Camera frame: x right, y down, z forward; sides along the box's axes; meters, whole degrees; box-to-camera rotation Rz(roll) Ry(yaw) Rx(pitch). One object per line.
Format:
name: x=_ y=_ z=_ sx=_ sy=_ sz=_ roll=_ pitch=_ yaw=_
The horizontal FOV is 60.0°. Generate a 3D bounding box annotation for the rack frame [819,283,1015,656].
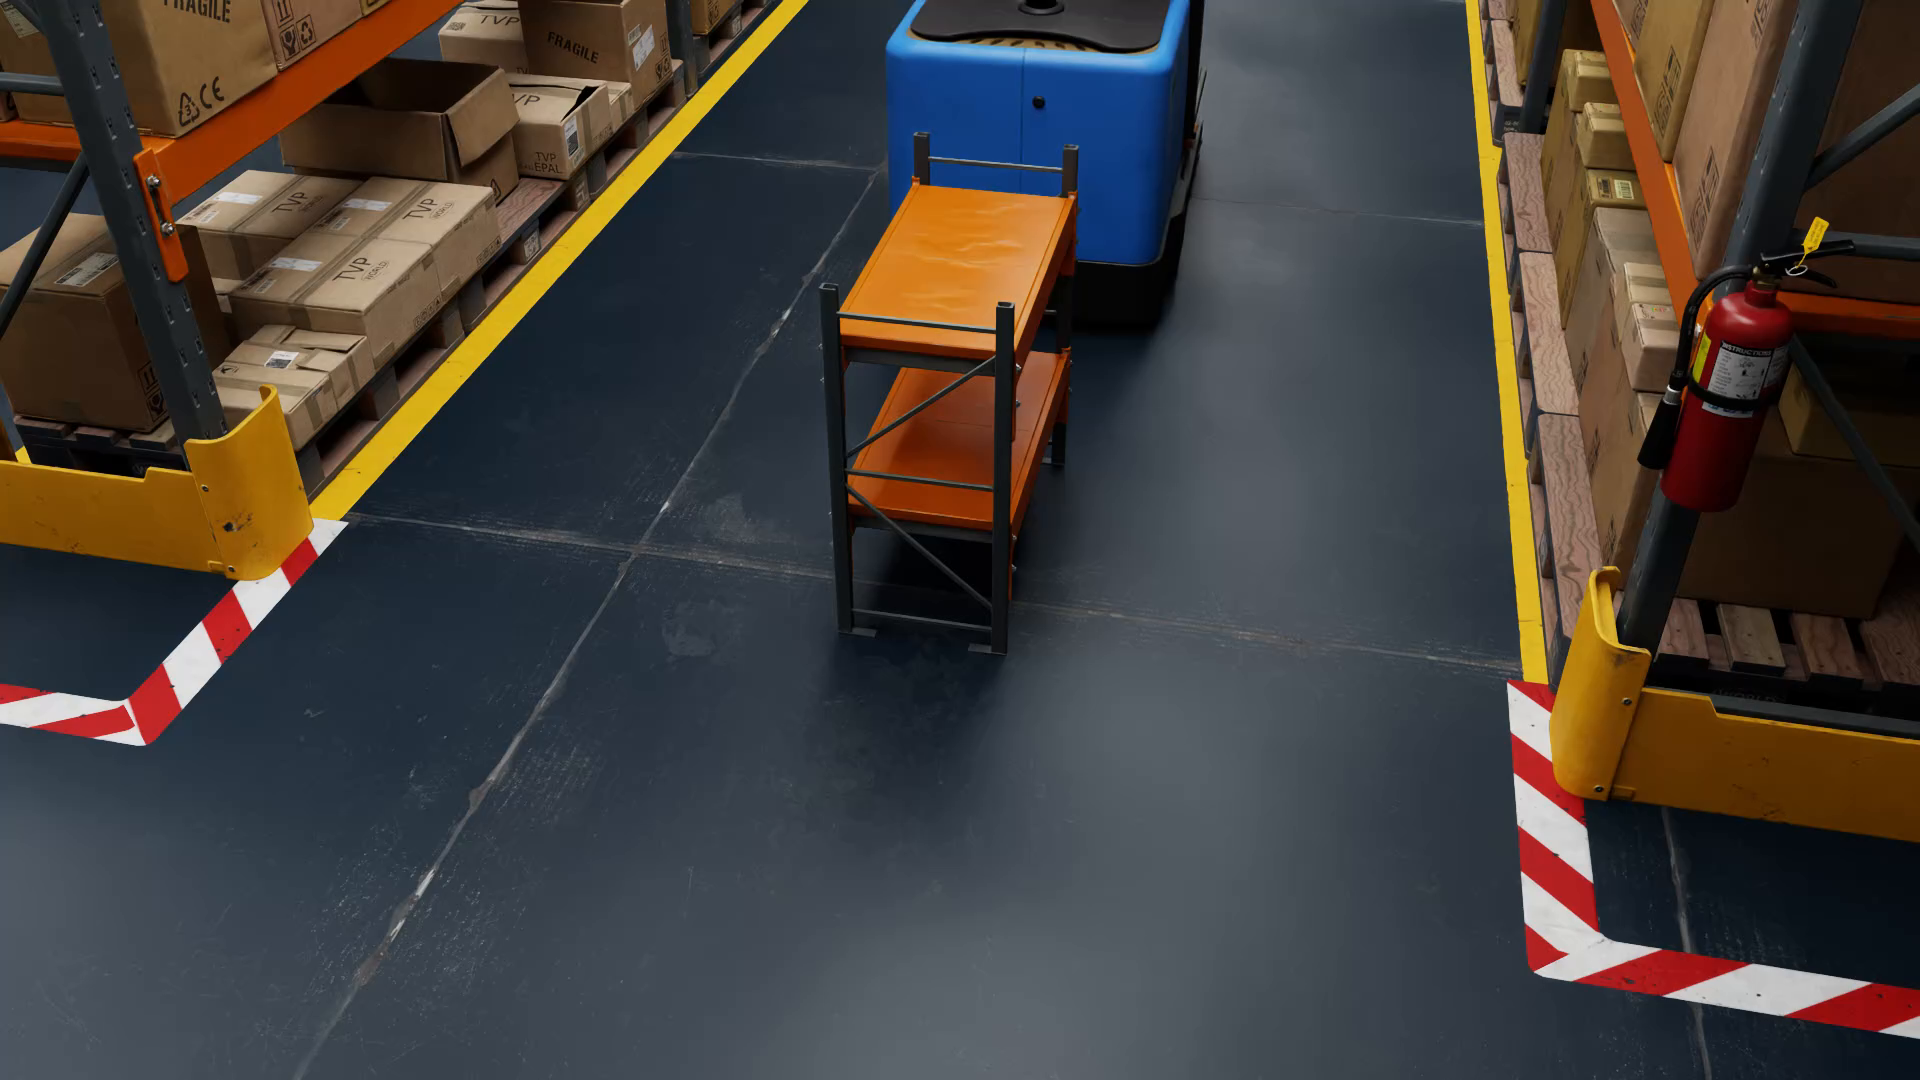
rack frame: x=-0.110 y=-0.160 z=4.512 sx=0.500 sy=1.125 sz=0.032 roll=7 pitch=37 yaw=10

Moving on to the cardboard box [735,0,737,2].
cardboard box: x=-1.373 y=-3.223 z=8.896 sx=0.500 sy=0.500 sz=0.500 roll=8 pitch=37 yaw=11

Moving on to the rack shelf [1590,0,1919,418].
rack shelf: x=2.596 y=-1.446 z=5.303 sx=1.077 sy=0.370 sz=4.000 roll=7 pitch=37 yaw=10

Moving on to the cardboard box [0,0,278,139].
cardboard box: x=-2.319 y=-1.472 z=4.639 sx=0.500 sy=0.500 sz=0.500 roll=8 pitch=37 yaw=11

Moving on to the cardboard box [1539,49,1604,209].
cardboard box: x=2.763 y=-1.626 z=6.710 sx=0.700 sy=0.500 sz=0.500 roll=8 pitch=37 yaw=11

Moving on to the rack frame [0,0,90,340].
rack frame: x=-2.669 y=-1.209 z=4.363 sx=0.949 sy=2.616 sz=0.053 roll=7 pitch=37 yaw=10

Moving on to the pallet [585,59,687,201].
pallet: x=-1.965 y=-1.980 z=7.802 sx=1.003 sy=0.211 sz=1.213 roll=7 pitch=37 yaw=10

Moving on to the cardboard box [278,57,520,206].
cardboard box: x=-2.214 y=-1.593 z=6.644 sx=0.797 sy=0.503 sz=0.637 roll=7 pitch=37 yaw=10

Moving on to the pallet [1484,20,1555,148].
pallet: x=3.114 y=-2.207 z=8.115 sx=1.003 sy=0.211 sz=1.213 roll=7 pitch=37 yaw=10

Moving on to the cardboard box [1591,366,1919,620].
cardboard box: x=2.220 y=-0.163 z=4.691 sx=0.700 sy=0.500 sz=0.500 roll=7 pitch=37 yaw=10

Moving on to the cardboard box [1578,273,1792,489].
cardboard box: x=2.327 y=-0.450 z=5.086 sx=0.700 sy=0.500 sz=0.500 roll=7 pitch=37 yaw=10

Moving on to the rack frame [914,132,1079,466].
rack frame: x=0.107 y=-0.743 z=5.317 sx=0.500 sy=1.125 sz=0.032 roll=7 pitch=37 yaw=10

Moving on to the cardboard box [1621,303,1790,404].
cardboard box: x=2.070 y=-0.522 z=4.633 sx=0.380 sy=0.149 sz=0.250 roll=7 pitch=37 yaw=9

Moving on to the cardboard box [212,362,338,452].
cardboard box: x=-2.247 y=-0.431 z=5.342 sx=0.380 sy=0.149 sz=0.250 roll=7 pitch=37 yaw=10

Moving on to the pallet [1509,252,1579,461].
pallet: x=2.525 y=-0.627 z=5.936 sx=1.003 sy=0.211 sz=1.213 roll=7 pitch=37 yaw=10

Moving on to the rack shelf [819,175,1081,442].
rack shelf: x=-0.001 y=-0.689 z=4.743 sx=0.538 sy=0.278 sz=1.000 roll=7 pitch=37 yaw=10

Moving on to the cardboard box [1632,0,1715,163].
cardboard box: x=2.412 y=-1.425 z=4.404 sx=0.980 sy=0.700 sz=0.700 roll=7 pitch=37 yaw=10

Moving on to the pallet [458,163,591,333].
pallet: x=-2.224 y=-1.279 z=6.835 sx=1.003 sy=0.211 sz=1.213 roll=7 pitch=37 yaw=10

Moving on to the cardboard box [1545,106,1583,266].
cardboard box: x=2.652 y=-1.339 z=6.313 sx=0.700 sy=0.500 sz=0.500 roll=7 pitch=37 yaw=9

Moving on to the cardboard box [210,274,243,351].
cardboard box: x=-2.622 y=-0.804 z=5.843 sx=0.380 sy=0.166 sz=0.250 roll=7 pitch=37 yaw=10

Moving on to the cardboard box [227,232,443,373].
cardboard box: x=-2.172 y=-0.837 z=5.817 sx=0.500 sy=0.250 sz=0.500 roll=7 pitch=37 yaw=10

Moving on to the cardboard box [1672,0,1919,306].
cardboard box: x=2.267 y=-1.006 z=3.826 sx=0.980 sy=0.700 sz=0.700 roll=9 pitch=37 yaw=12

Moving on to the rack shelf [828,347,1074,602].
rack shelf: x=-0.001 y=-0.254 z=5.058 sx=0.538 sy=0.278 sz=1.000 roll=7 pitch=37 yaw=10

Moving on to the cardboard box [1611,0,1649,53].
cardboard box: x=2.584 y=-1.861 z=5.005 sx=0.980 sy=0.700 sz=0.700 roll=6 pitch=36 yaw=8

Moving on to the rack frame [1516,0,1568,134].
rack frame: x=3.023 y=-2.884 z=6.673 sx=1.000 sy=3.000 sz=0.127 roll=7 pitch=37 yaw=10

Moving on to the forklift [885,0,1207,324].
forklift: x=0.509 y=-2.861 z=6.700 sx=1.130 sy=2.935 sz=3.031 roll=7 pitch=36 yaw=9

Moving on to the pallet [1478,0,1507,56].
pallet: x=3.372 y=-2.908 z=9.083 sx=1.003 sy=0.211 sz=1.213 roll=7 pitch=37 yaw=10

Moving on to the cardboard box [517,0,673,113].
cardboard box: x=-1.662 y=-2.307 z=7.632 sx=0.500 sy=0.500 sz=0.500 roll=7 pitch=37 yaw=10

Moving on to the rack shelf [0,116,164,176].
rack shelf: x=-2.245 y=-2.144 z=6.099 sx=0.919 sy=0.124 sz=3.809 roll=7 pitch=37 yaw=10

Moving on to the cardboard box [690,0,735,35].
cardboard box: x=-1.476 y=-2.916 z=8.472 sx=0.500 sy=0.500 sz=0.500 roll=6 pitch=36 yaw=8

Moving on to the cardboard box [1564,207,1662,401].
cardboard box: x=2.434 y=-0.738 z=5.484 sx=0.700 sy=0.500 sz=0.500 roll=6 pitch=36 yaw=8

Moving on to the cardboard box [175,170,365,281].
cardboard box: x=-2.564 y=-1.158 z=6.260 sx=0.500 sy=0.250 sz=0.500 roll=7 pitch=37 yaw=10

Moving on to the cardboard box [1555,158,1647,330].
cardboard box: x=2.540 y=-1.045 z=5.907 sx=0.700 sy=0.500 sz=0.500 roll=8 pitch=37 yaw=11

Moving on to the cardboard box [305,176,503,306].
cardboard box: x=-2.065 y=-1.124 z=6.213 sx=0.500 sy=0.250 sz=0.500 roll=7 pitch=37 yaw=10

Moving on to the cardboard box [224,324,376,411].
cardboard box: x=-2.193 y=-0.581 z=5.535 sx=0.380 sy=0.166 sz=0.250 roll=7 pitch=37 yaw=10

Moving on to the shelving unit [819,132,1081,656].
shelving unit: x=-0.001 y=-0.452 z=4.915 sx=0.538 sy=1.125 sz=1.048 roll=7 pitch=37 yaw=10

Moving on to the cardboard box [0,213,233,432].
cardboard box: x=-2.796 y=-0.718 z=5.440 sx=0.500 sy=0.500 sz=0.500 roll=7 pitch=37 yaw=10

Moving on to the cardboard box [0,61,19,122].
cardboard box: x=-2.842 y=-1.541 z=4.735 sx=0.500 sy=0.500 sz=0.500 roll=8 pitch=37 yaw=11
